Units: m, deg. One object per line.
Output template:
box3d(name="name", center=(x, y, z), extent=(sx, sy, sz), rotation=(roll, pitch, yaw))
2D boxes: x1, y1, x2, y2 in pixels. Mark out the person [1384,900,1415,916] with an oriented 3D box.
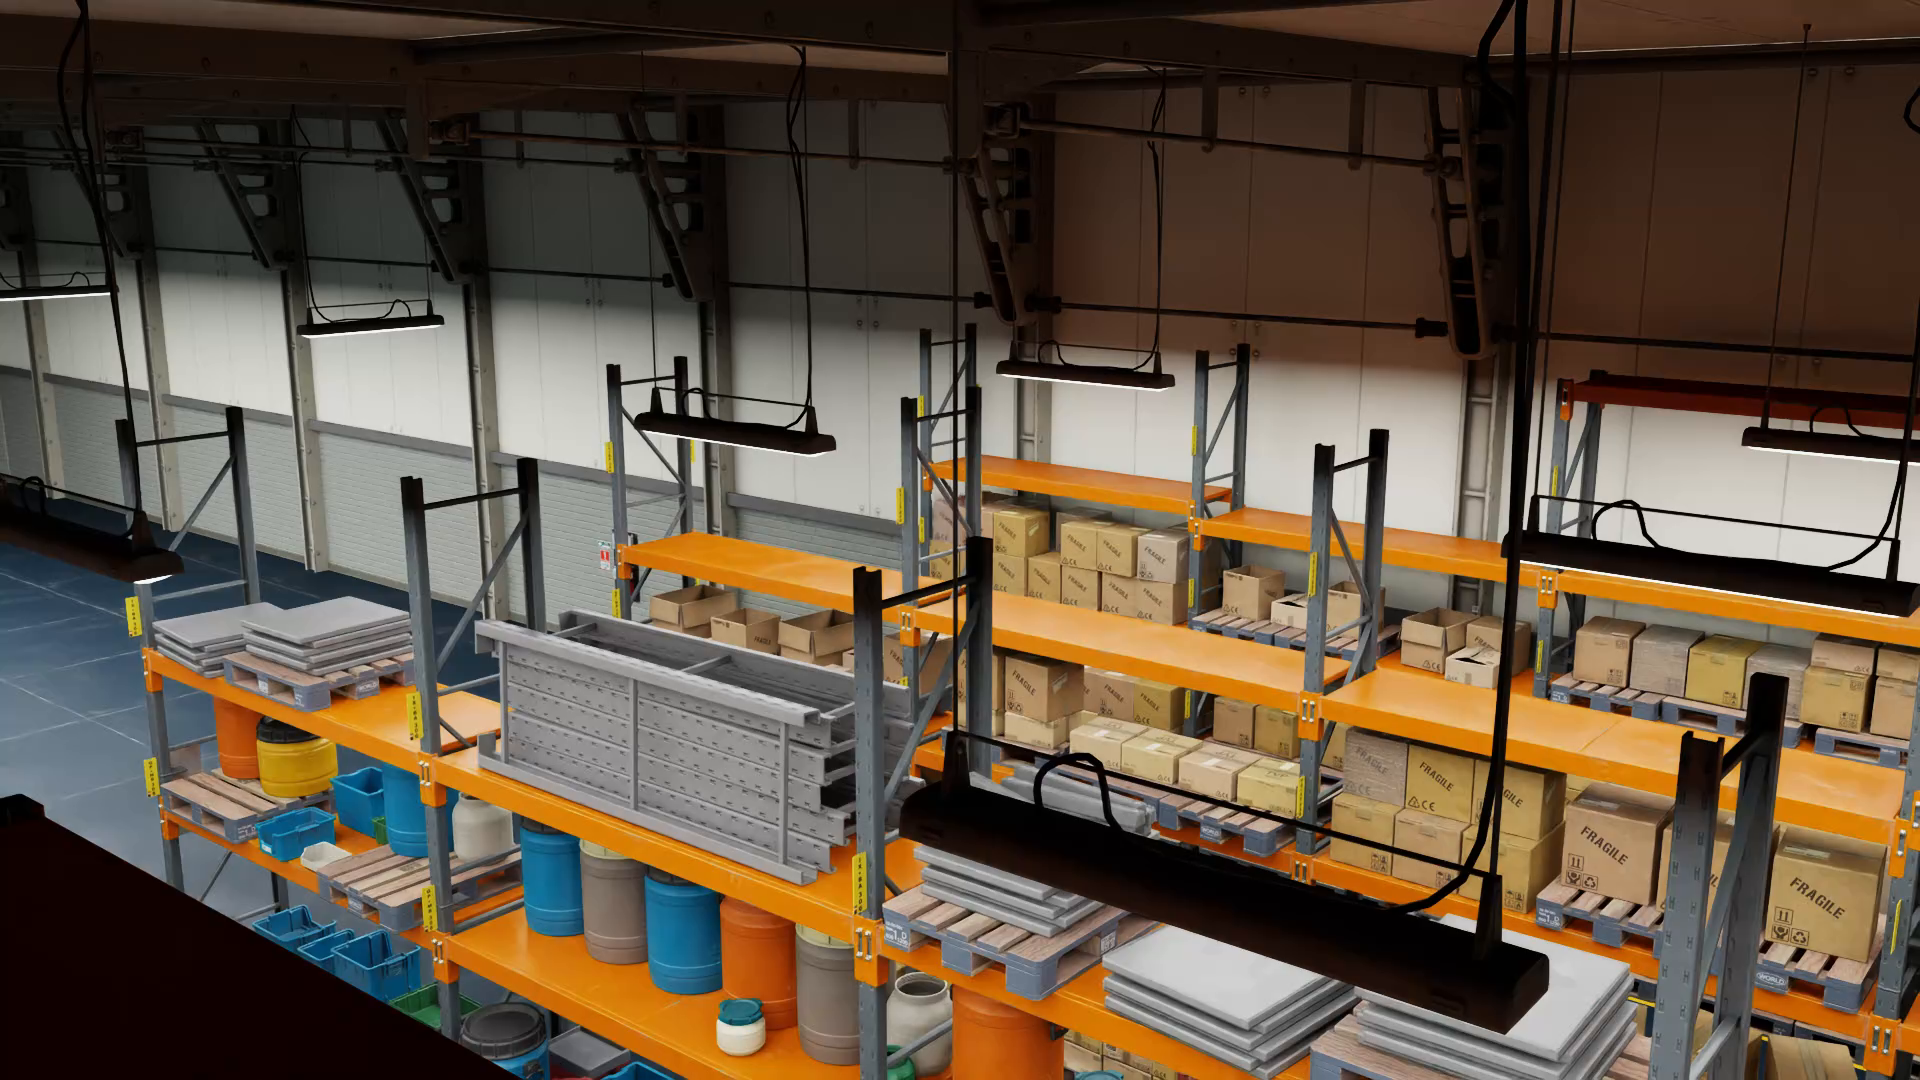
box3d(name="person", center=(3.900, 3.907, 15.224), extent=(0.516, 1.603, 0.975), rotation=(-11, 17, -40))
